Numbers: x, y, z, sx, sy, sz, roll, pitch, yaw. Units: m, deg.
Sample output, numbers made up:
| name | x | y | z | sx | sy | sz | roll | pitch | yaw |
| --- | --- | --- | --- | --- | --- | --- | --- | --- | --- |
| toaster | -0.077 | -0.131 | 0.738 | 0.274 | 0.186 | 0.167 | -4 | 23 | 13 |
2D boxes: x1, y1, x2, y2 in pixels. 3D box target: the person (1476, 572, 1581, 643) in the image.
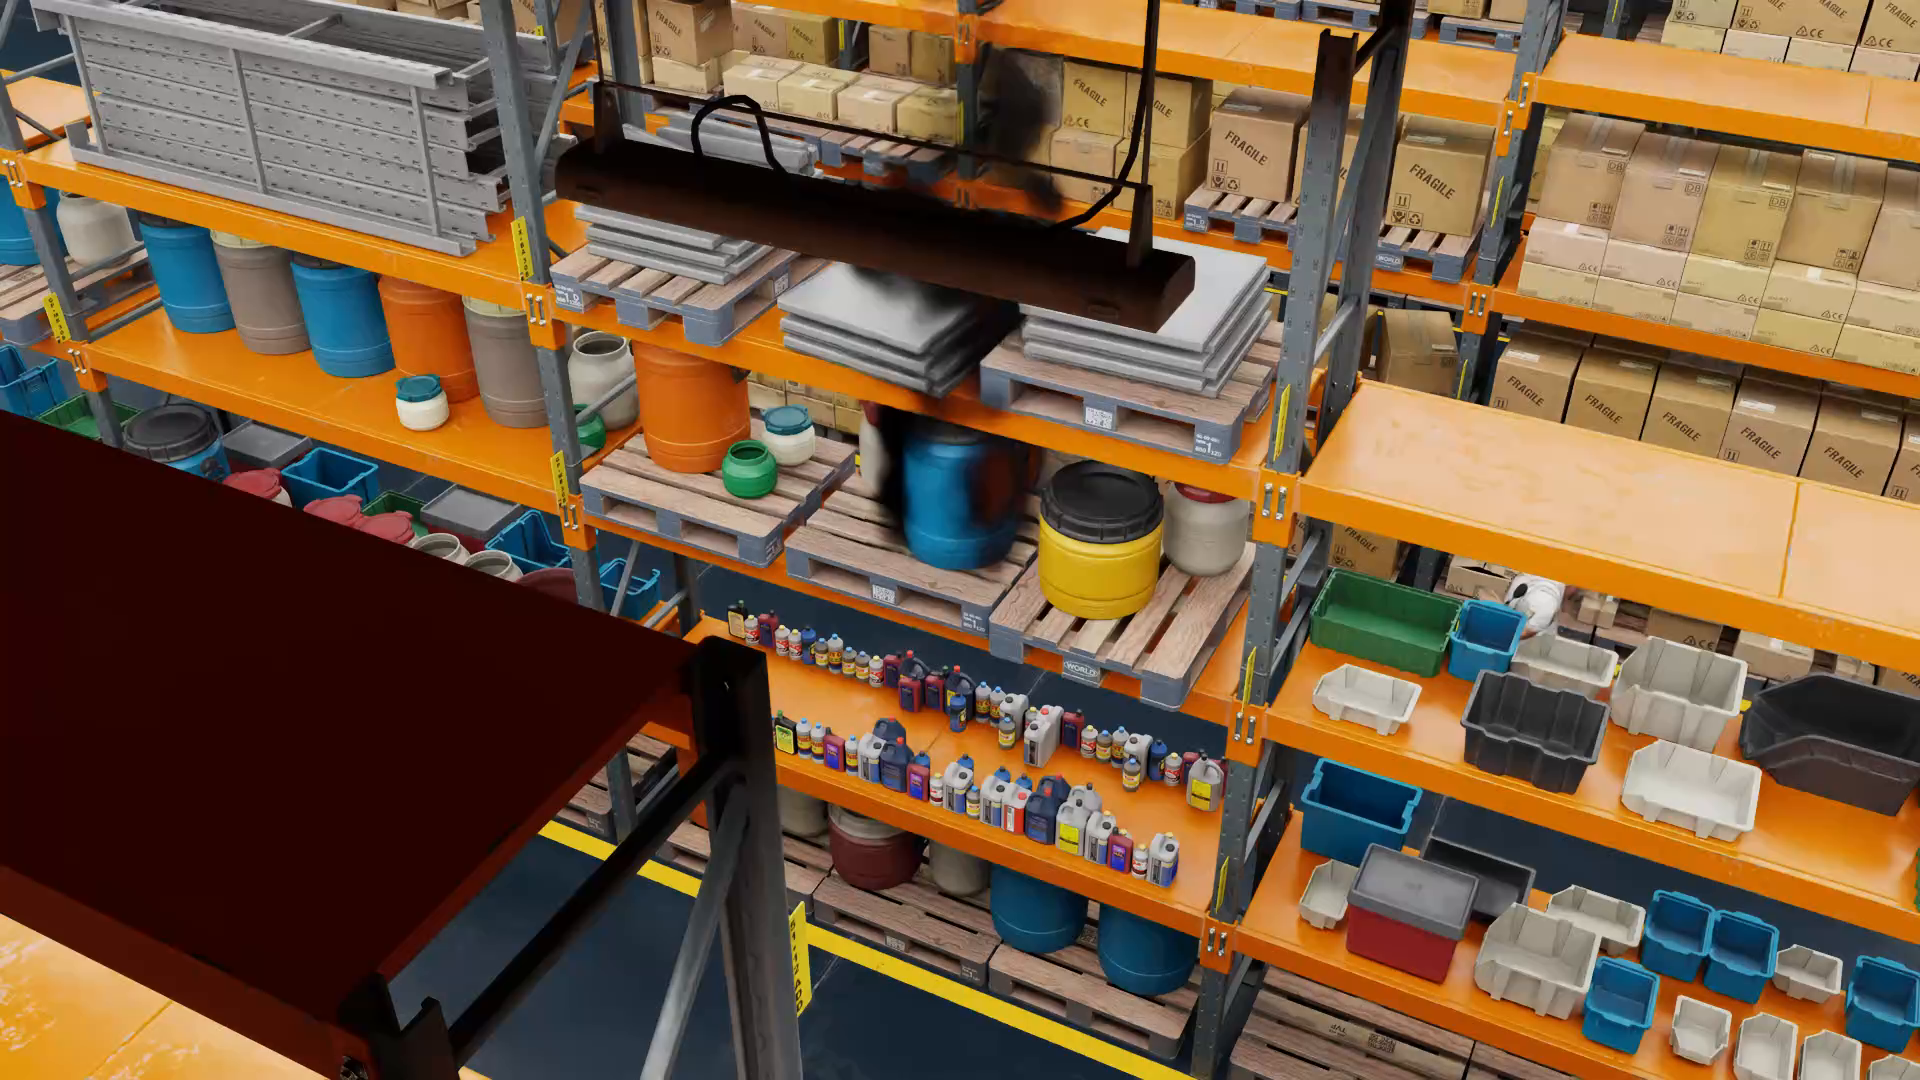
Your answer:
| name | x | y | z | sx | sy | sz | roll | pitch | yaw |
| --- | --- | --- | --- | --- | --- | --- | --- | --- | --- |
| person | 3.734 | 0.682 | 10.958 | 0.873 | 1.793 | 0.649 | 10 | 36 | 13 |
